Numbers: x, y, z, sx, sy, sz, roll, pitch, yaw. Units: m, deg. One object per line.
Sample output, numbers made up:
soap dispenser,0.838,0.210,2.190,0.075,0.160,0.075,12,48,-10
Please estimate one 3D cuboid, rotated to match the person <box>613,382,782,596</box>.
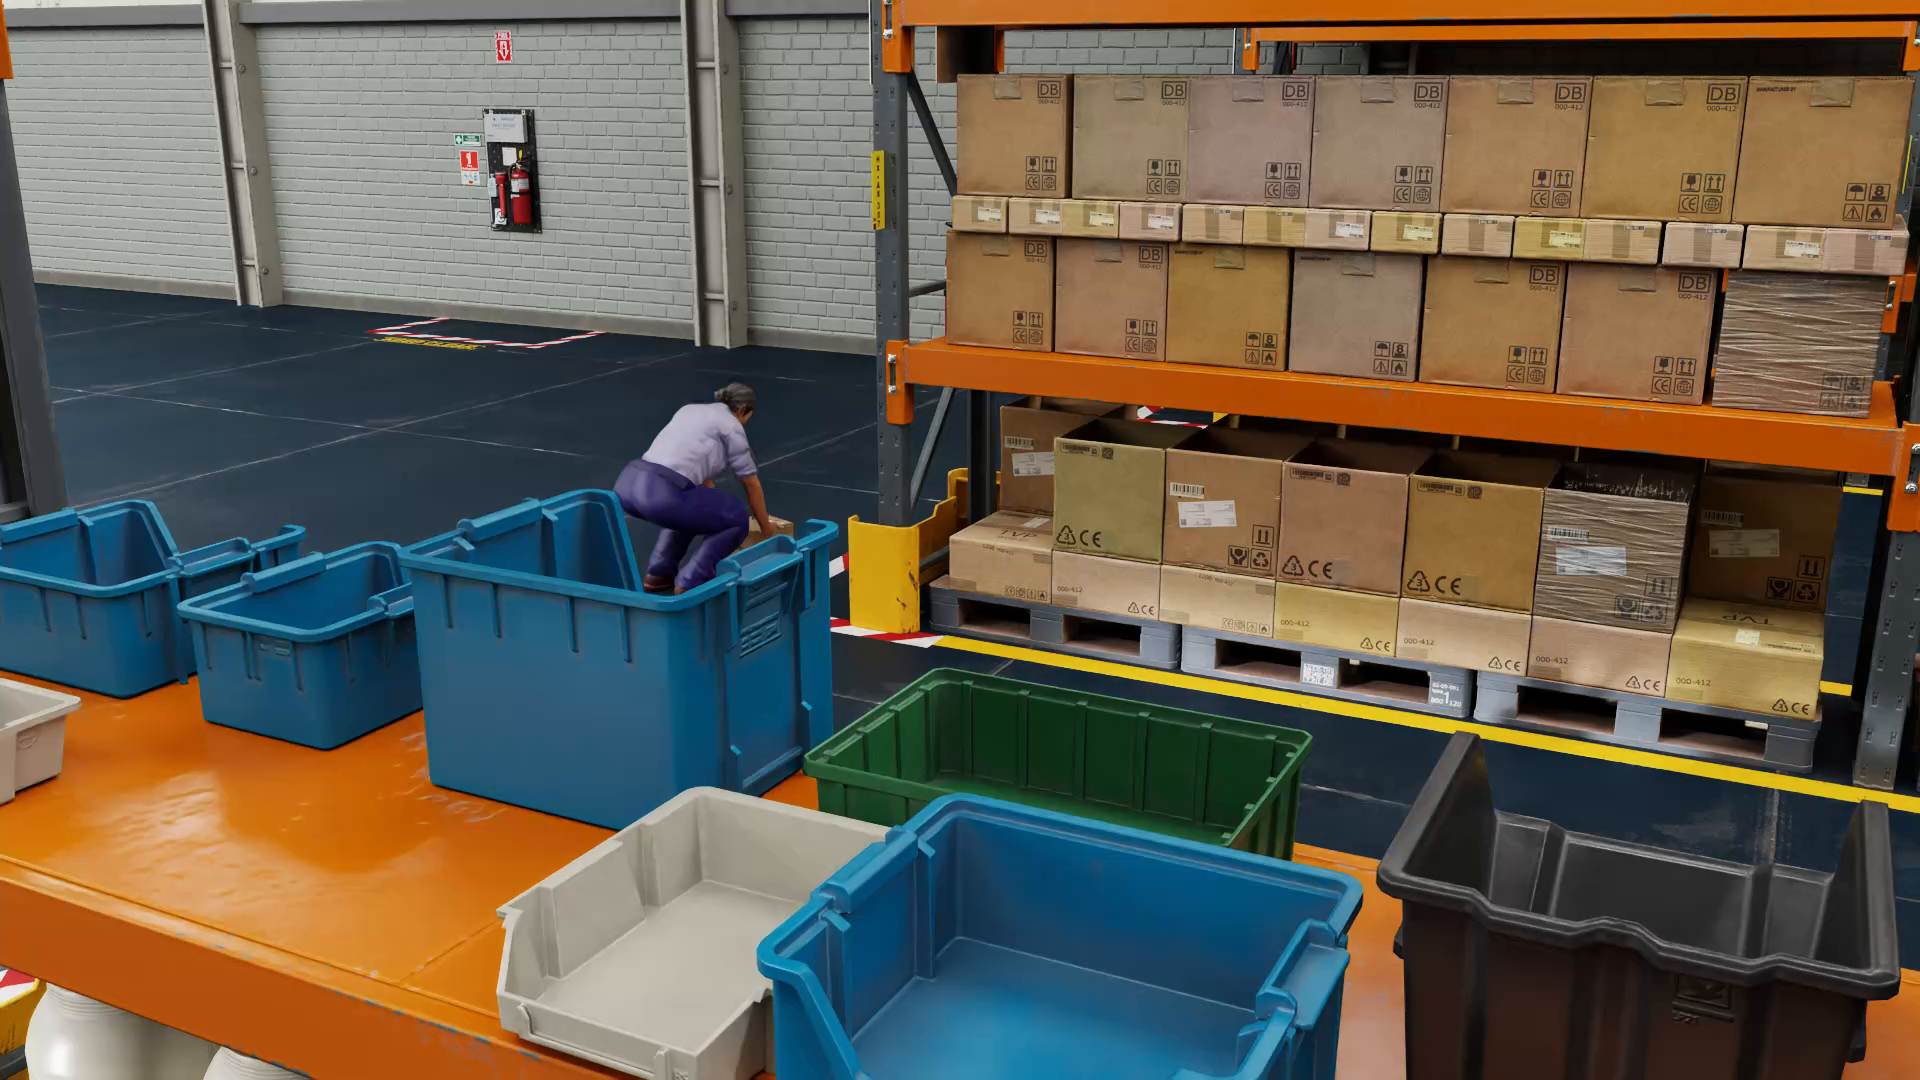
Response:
person,-1.295,-0.238,8.113,0.809,0.985,0.533,-14,21,-41
